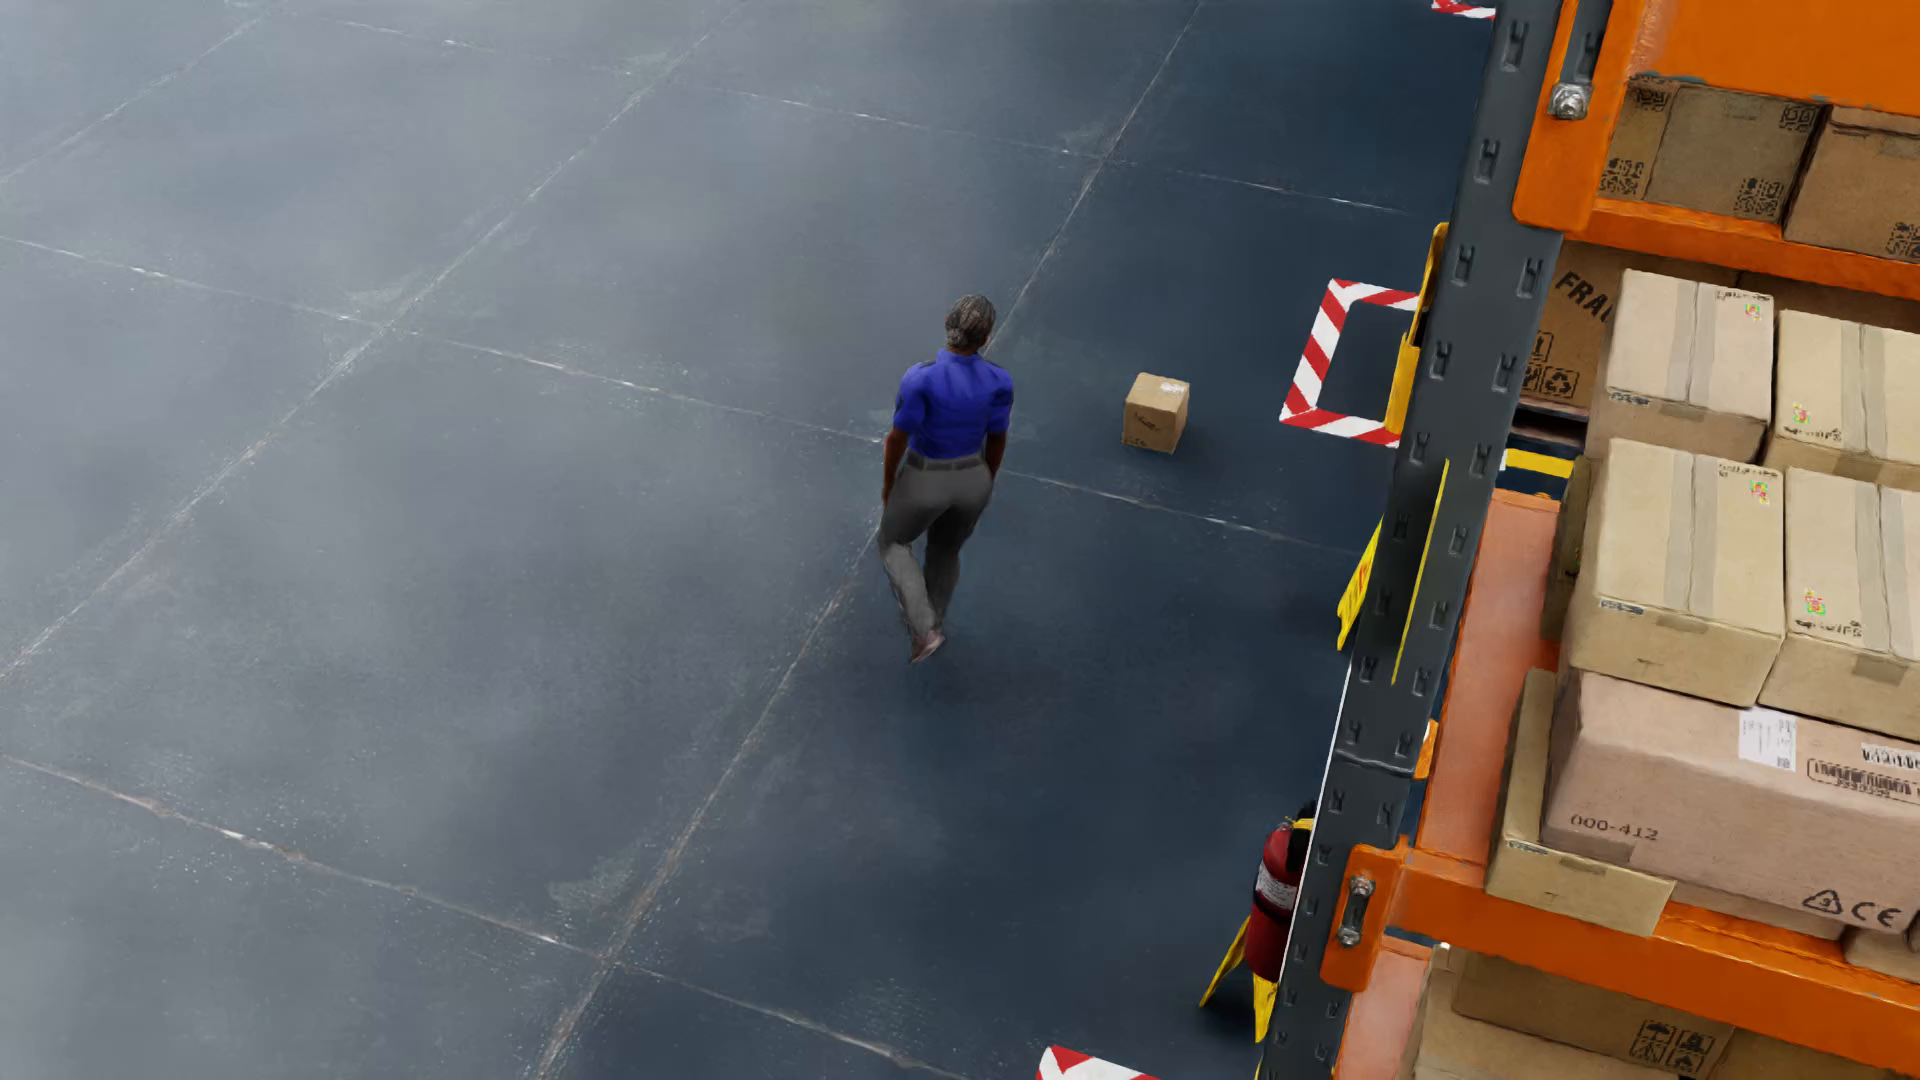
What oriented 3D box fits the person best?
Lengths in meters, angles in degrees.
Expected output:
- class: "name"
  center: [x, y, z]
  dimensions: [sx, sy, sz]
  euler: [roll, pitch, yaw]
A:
- class: "person"
  center: [-0.042, -0.178, 6.376]
  dimensions: [0.515, 1.627, 0.581]
  euler: [-11, 43, -13]
